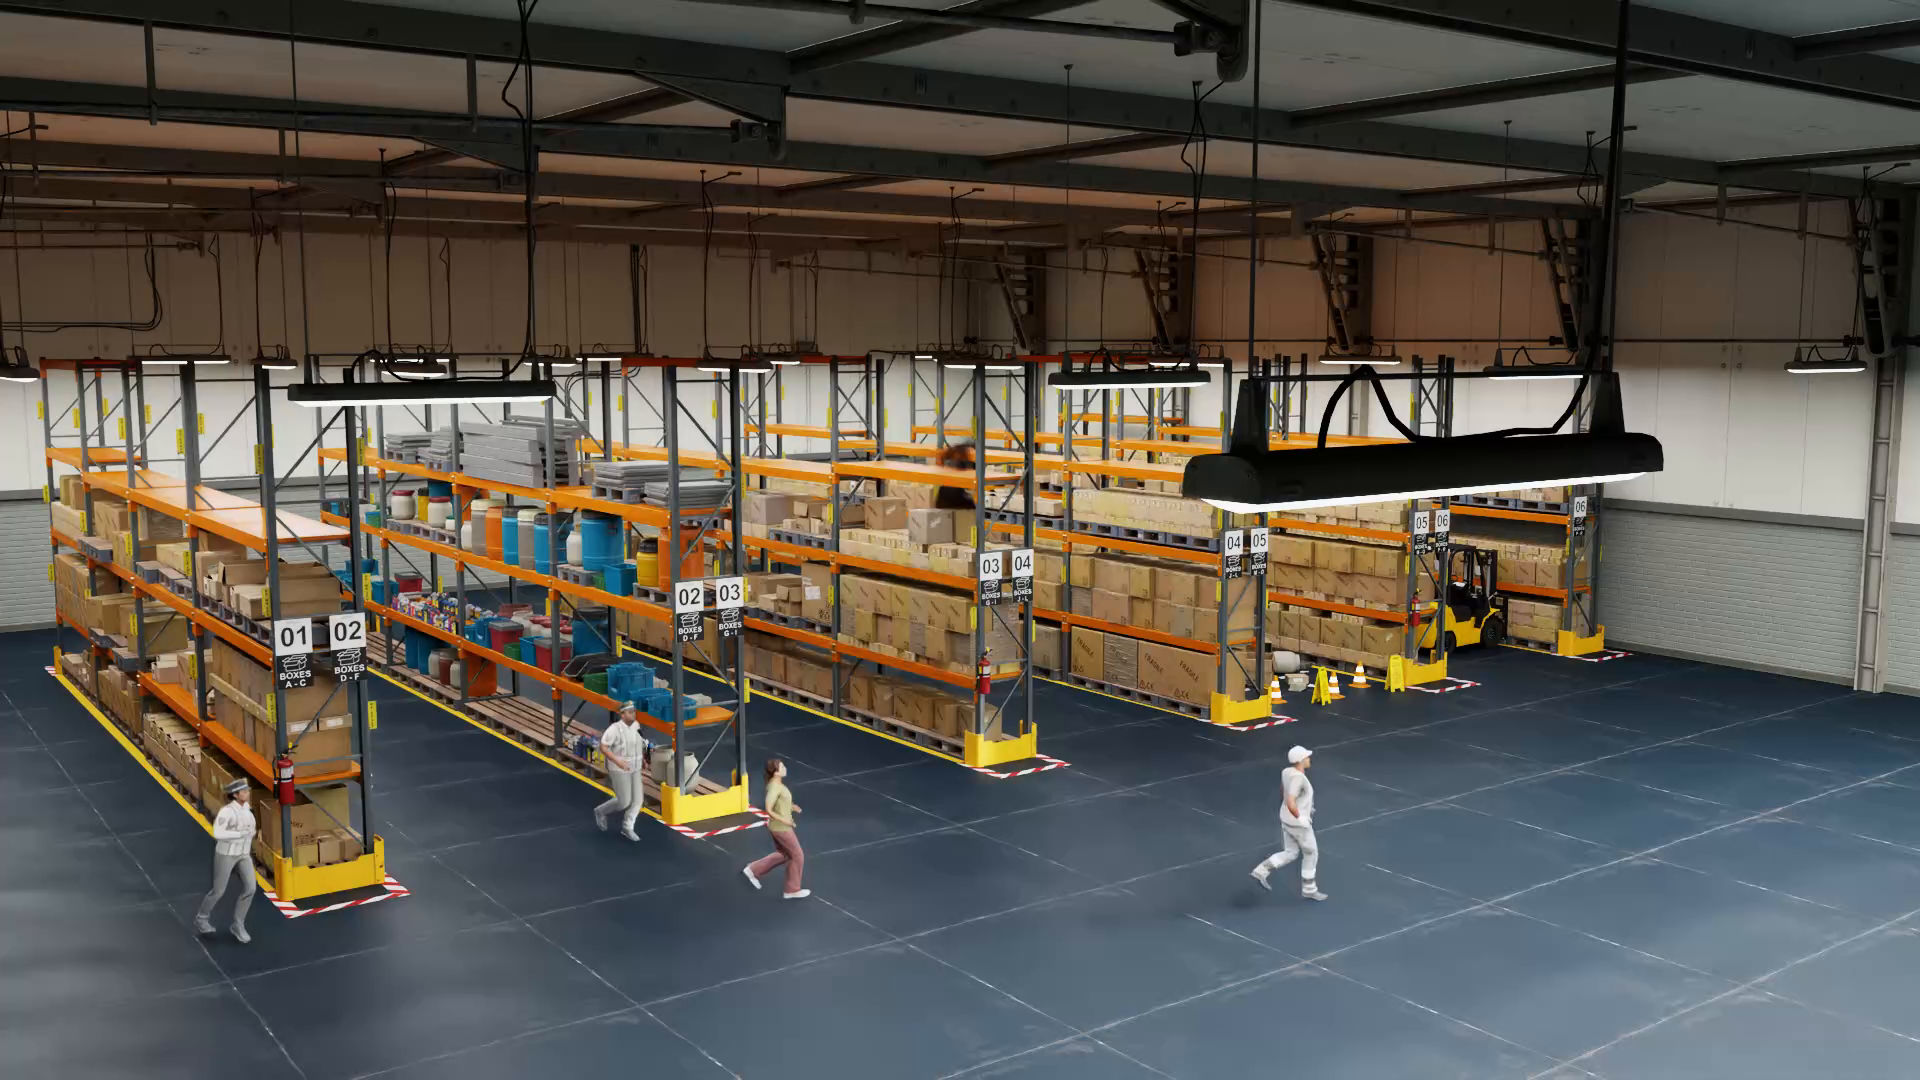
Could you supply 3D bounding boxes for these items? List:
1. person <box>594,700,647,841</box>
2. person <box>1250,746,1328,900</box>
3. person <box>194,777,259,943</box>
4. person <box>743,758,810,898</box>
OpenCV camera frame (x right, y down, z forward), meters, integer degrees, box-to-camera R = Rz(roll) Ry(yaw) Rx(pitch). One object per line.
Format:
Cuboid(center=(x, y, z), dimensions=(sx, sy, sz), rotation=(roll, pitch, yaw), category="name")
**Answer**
Cuboid(center=(-4.304, 2.929, 21.342), dimensions=(0.681, 1.780, 0.679), rotation=(4, 8, 33), category="person")
Cuboid(center=(3.748, 3.207, 18.816), dimensions=(0.892, 1.786, 0.668), rotation=(-1, 7, -9), category="person")
Cuboid(center=(-7.757, 3.385, 17.780), dimensions=(0.709, 1.713, 0.623), rotation=(3, 7, 23), category="person")
Cuboid(center=(-2.079, 3.267, 18.827), dimensions=(0.753, 1.628, 0.586), rotation=(-1, 7, -12), category="person")
